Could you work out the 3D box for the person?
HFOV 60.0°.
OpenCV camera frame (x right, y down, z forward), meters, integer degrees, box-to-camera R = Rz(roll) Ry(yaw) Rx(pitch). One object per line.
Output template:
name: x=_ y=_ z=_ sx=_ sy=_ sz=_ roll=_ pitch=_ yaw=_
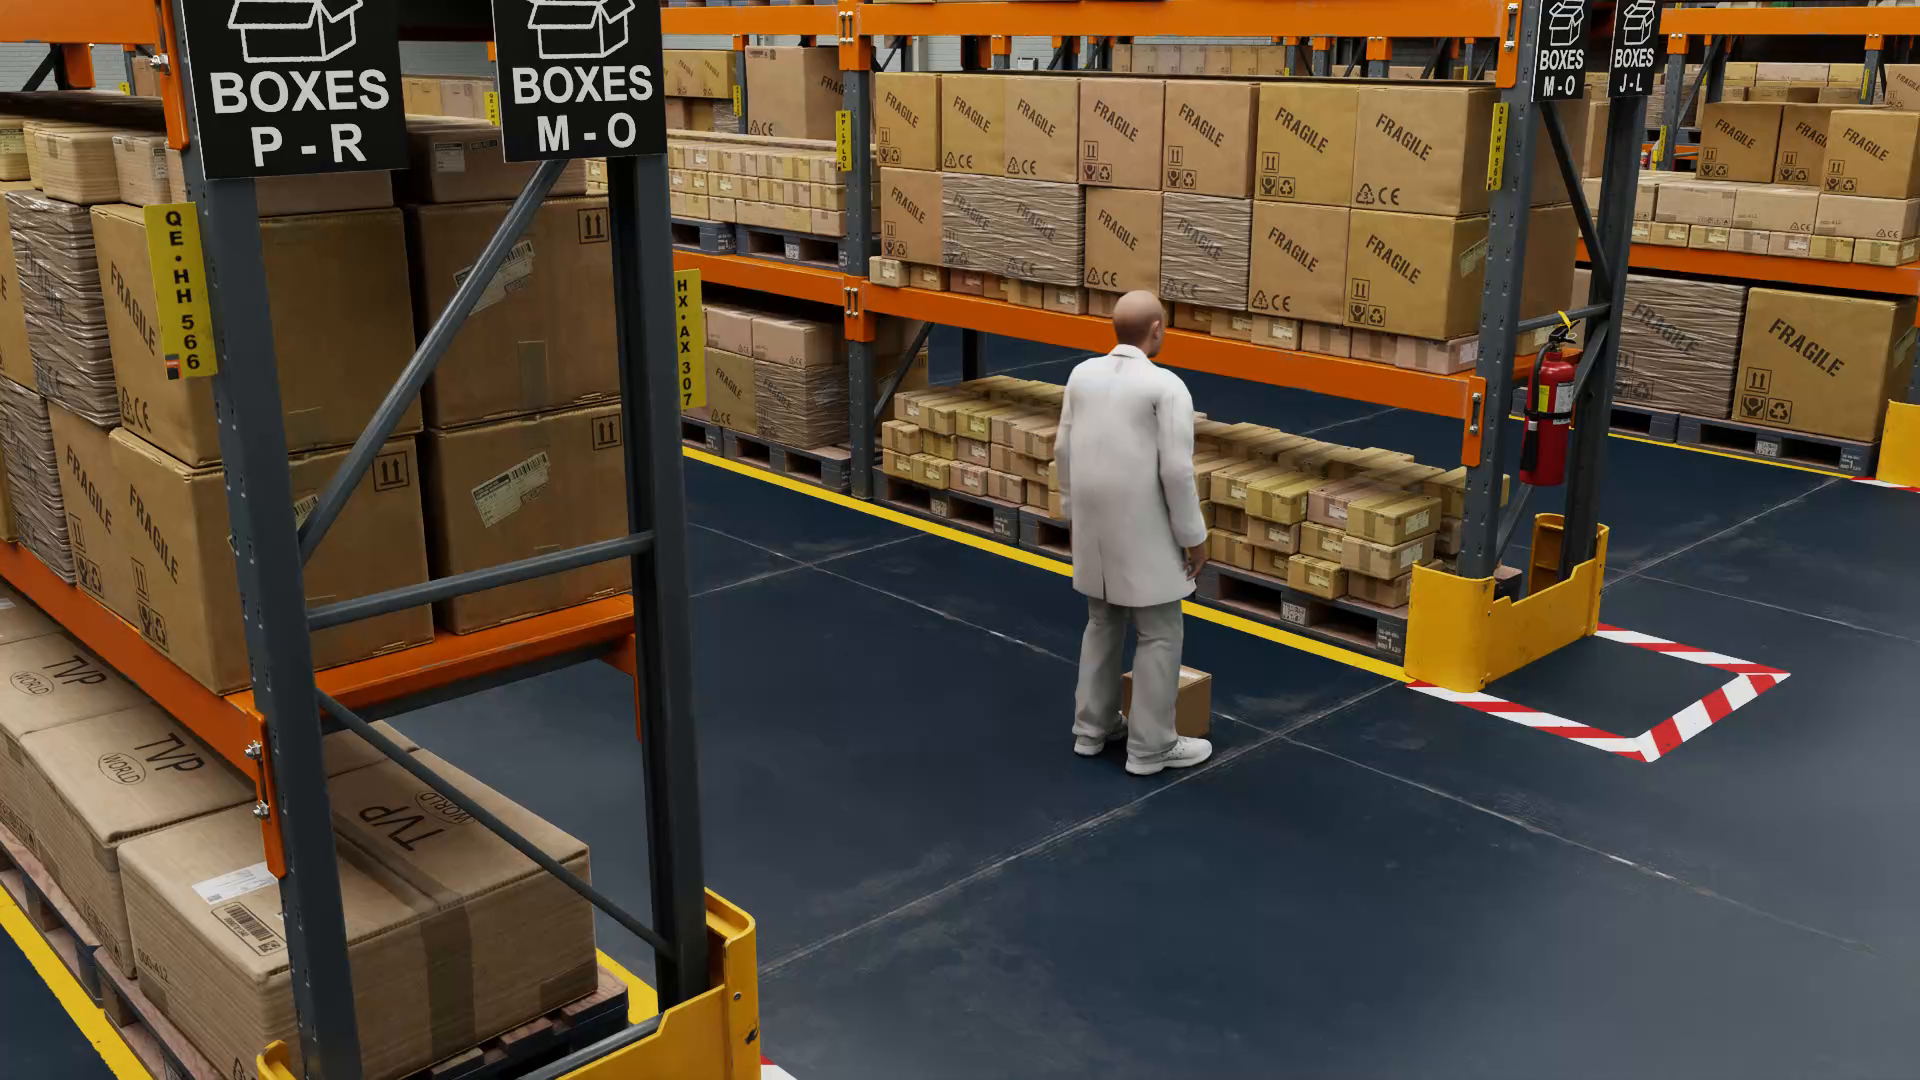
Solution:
person: x=0.626 y=-2.531 z=14.314 sx=12.570 sy=1.770 sz=12.570 roll=16 pitch=23 yaw=42
